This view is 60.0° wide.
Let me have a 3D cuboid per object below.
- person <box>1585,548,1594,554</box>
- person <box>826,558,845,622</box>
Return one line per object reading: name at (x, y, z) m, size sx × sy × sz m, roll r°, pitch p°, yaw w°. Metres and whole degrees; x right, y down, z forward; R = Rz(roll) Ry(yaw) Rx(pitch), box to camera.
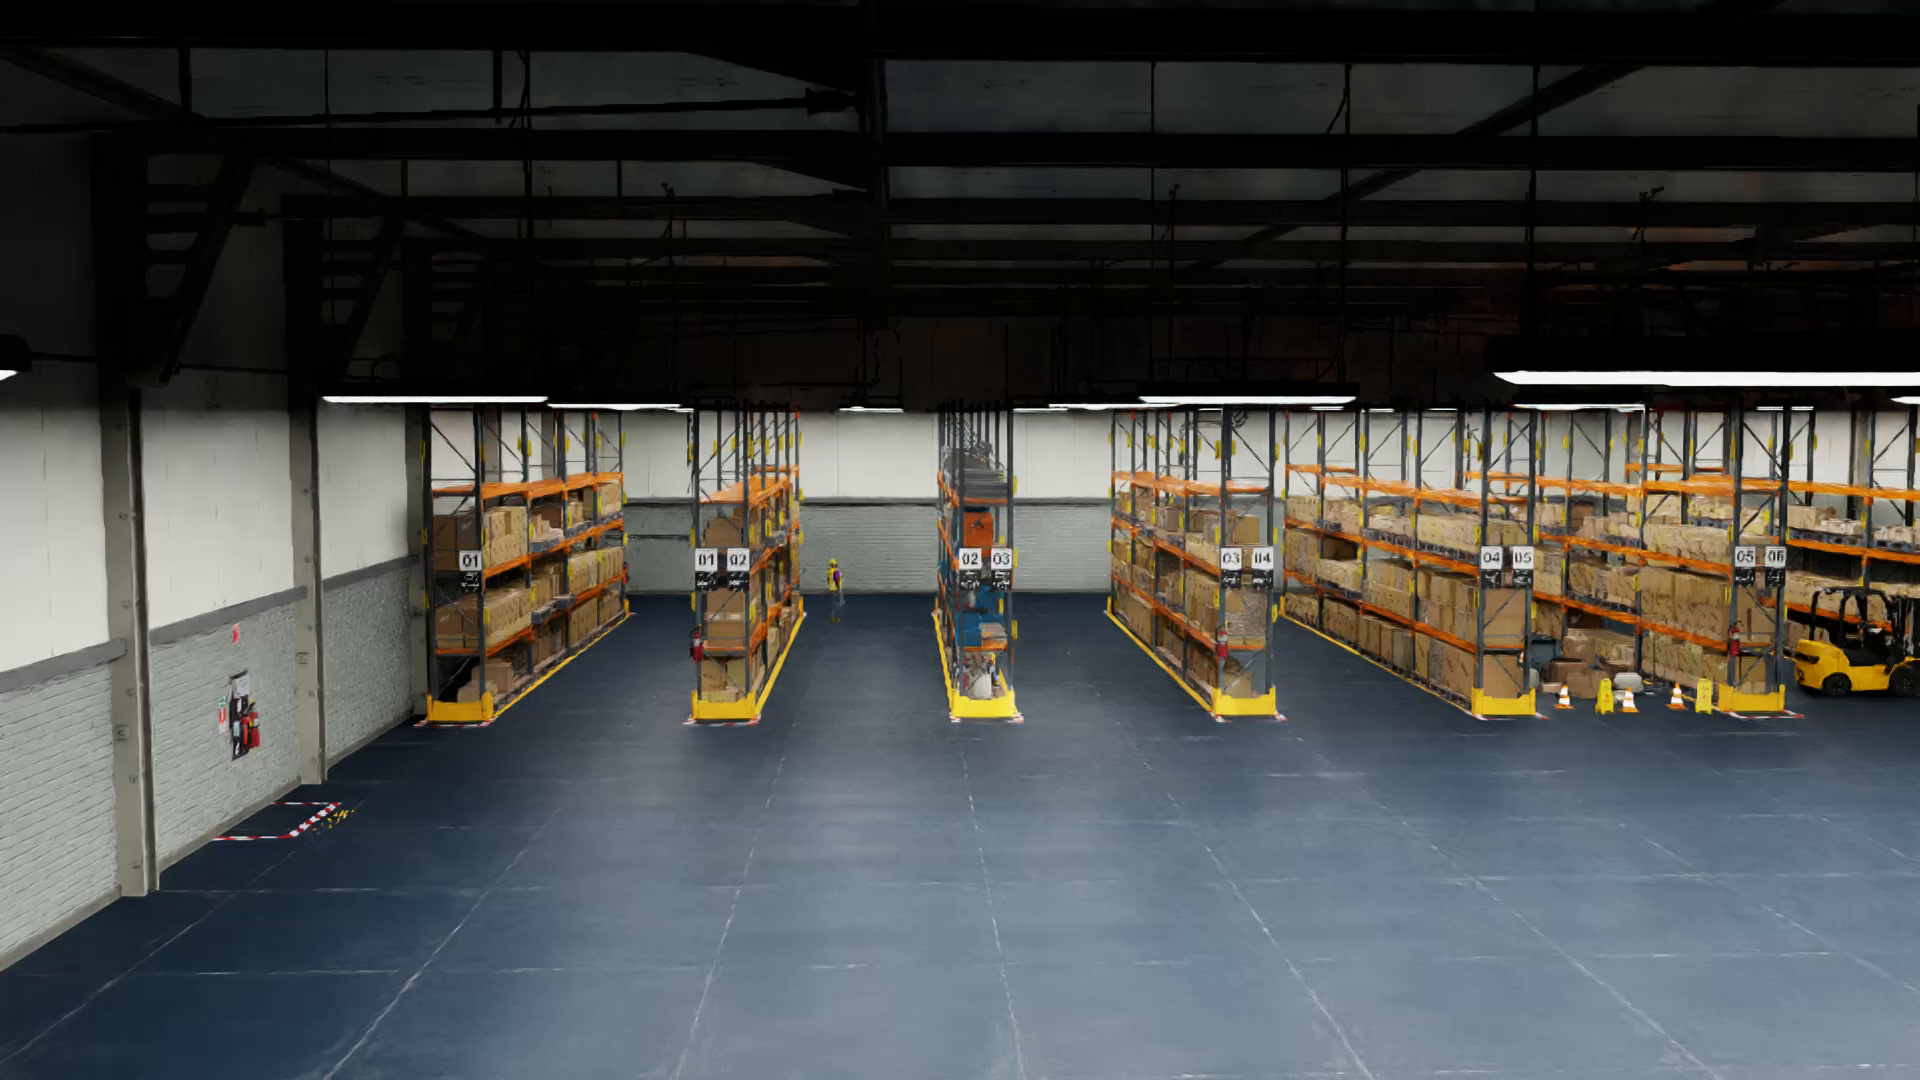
person at (19.074, 1.081, 50.263) m, size 0.702 × 1.664 × 0.481 m, roll -3°, pitch 5°, yaw -31°
person at (-3.449, 1.377, 45.676) m, size 0.456 × 1.752 × 0.607 m, roll -3°, pitch 5°, yaw -32°
